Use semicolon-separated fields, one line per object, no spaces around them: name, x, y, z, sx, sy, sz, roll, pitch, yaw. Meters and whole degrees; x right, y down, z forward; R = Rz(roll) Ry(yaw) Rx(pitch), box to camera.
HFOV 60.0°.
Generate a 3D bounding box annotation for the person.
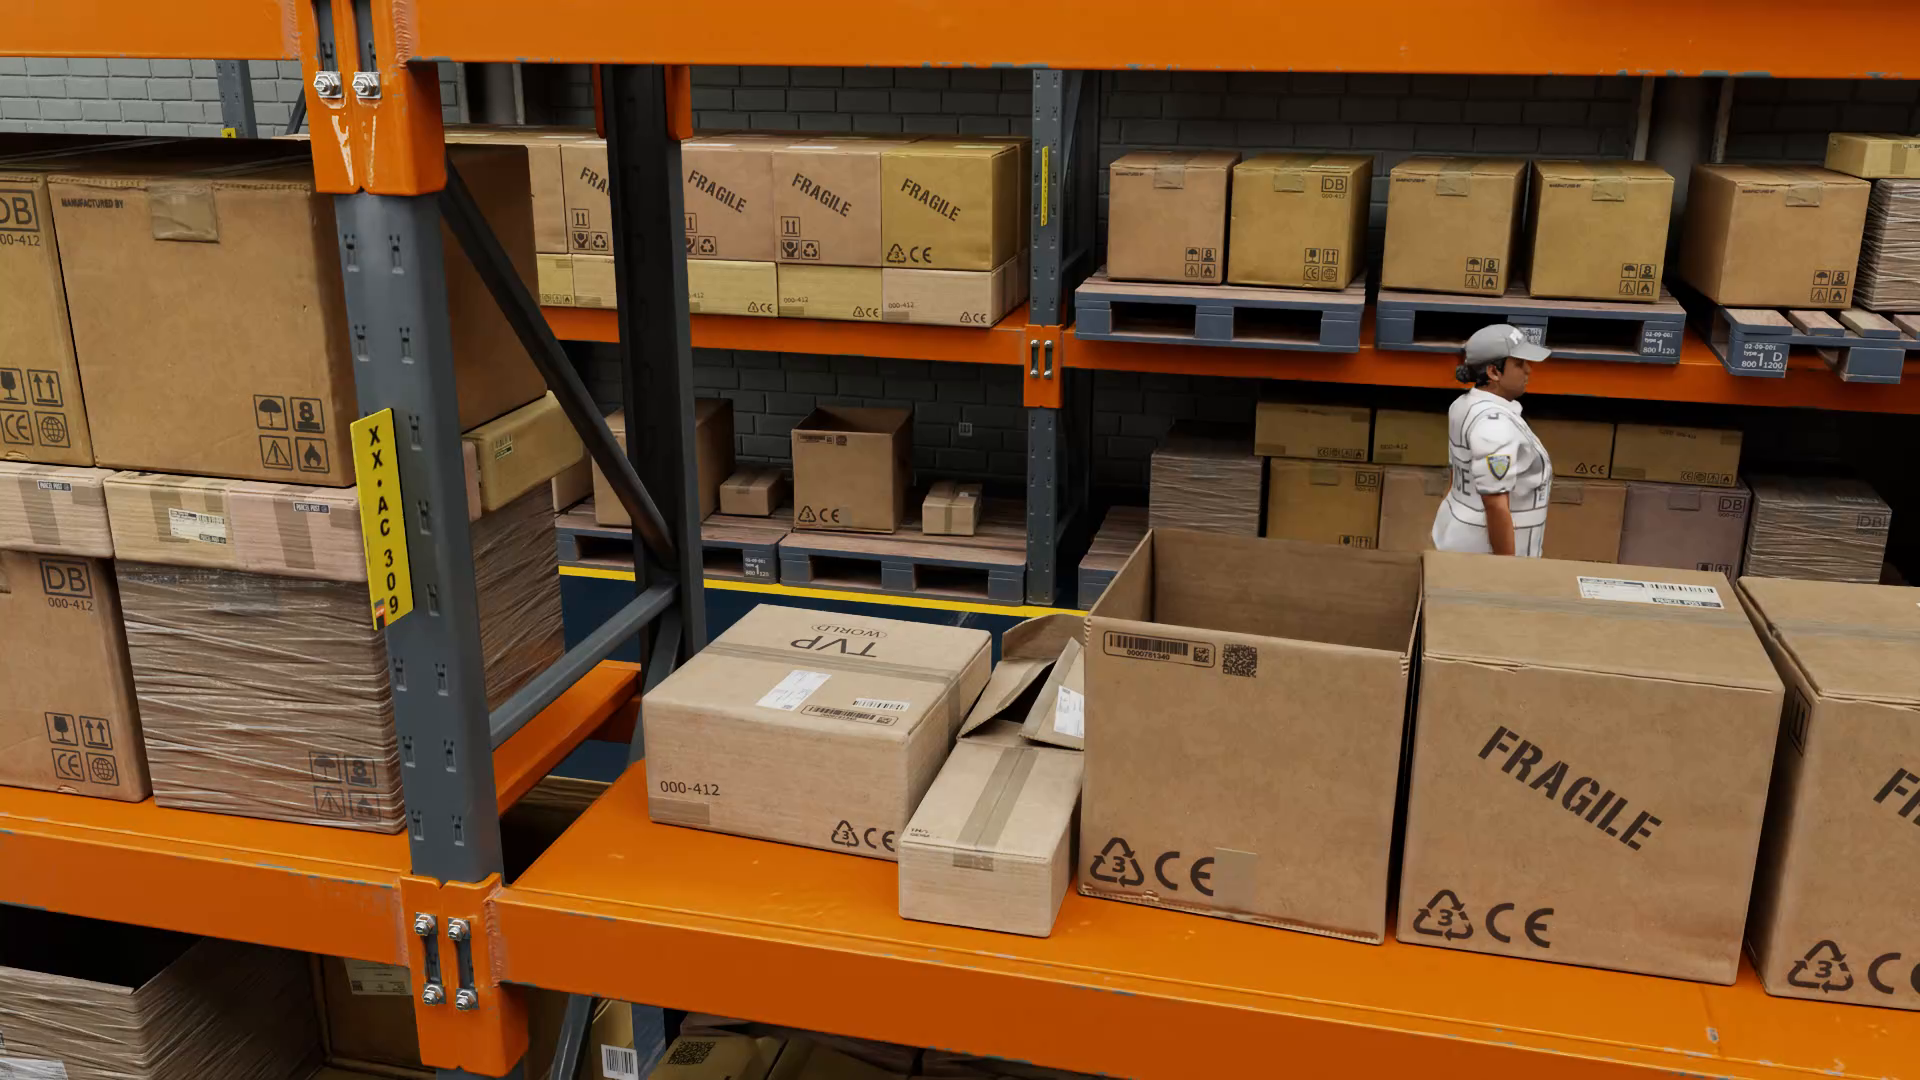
person;1.834;0.045;5.889;0.863;1.625;0.497;3;19;9
